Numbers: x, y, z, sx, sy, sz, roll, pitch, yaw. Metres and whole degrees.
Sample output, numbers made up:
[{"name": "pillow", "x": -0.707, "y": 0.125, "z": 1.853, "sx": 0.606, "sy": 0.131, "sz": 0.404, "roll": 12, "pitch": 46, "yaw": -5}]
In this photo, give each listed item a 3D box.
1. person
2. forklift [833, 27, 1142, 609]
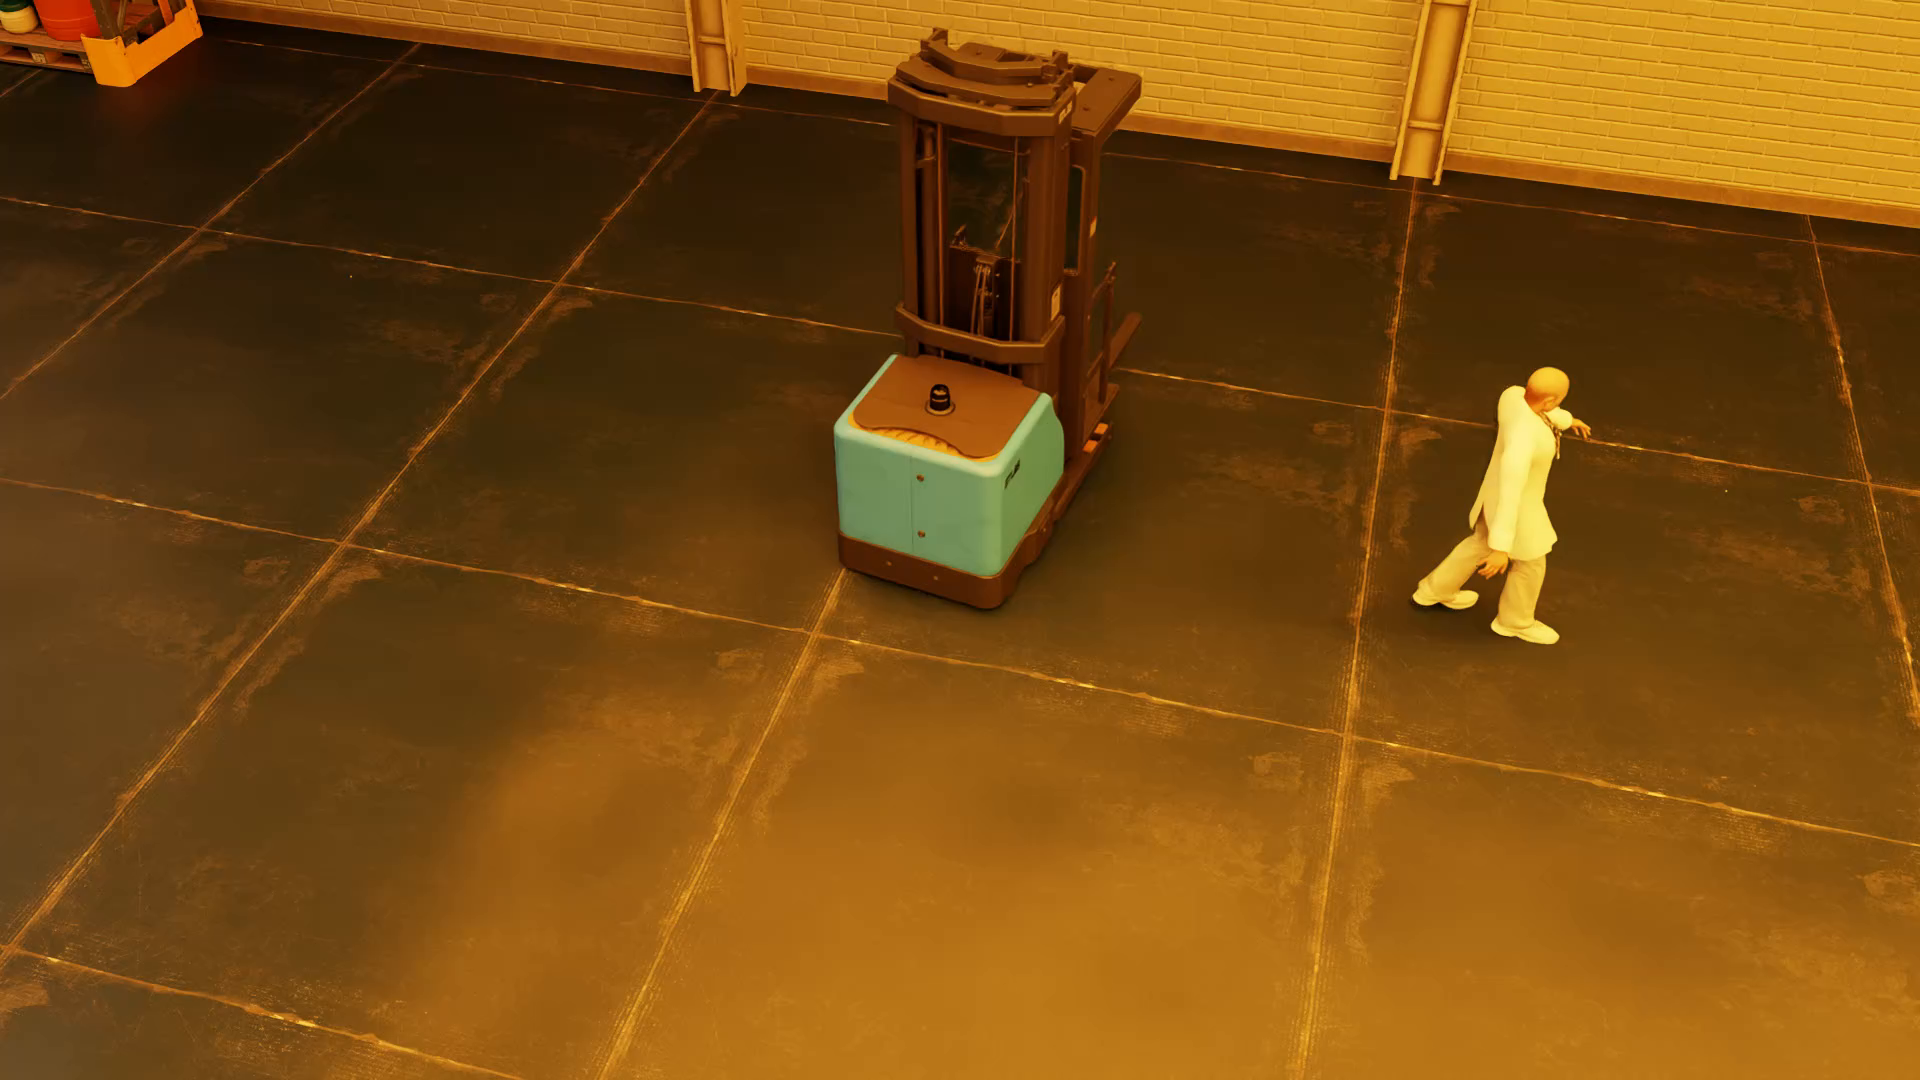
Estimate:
[{"name": "person", "x": 3.017, "y": -0.179, "z": 8.974, "sx": 0.824, "sy": 1.759, "sz": 1.016, "roll": 4, "pitch": 41, "yaw": 5}, {"name": "forklift", "x": 0.343, "y": -1.684, "z": 9.782, "sx": 1.130, "sy": 2.935, "sz": 3.031, "roll": 16, "pitch": 44, "yaw": 18}]
